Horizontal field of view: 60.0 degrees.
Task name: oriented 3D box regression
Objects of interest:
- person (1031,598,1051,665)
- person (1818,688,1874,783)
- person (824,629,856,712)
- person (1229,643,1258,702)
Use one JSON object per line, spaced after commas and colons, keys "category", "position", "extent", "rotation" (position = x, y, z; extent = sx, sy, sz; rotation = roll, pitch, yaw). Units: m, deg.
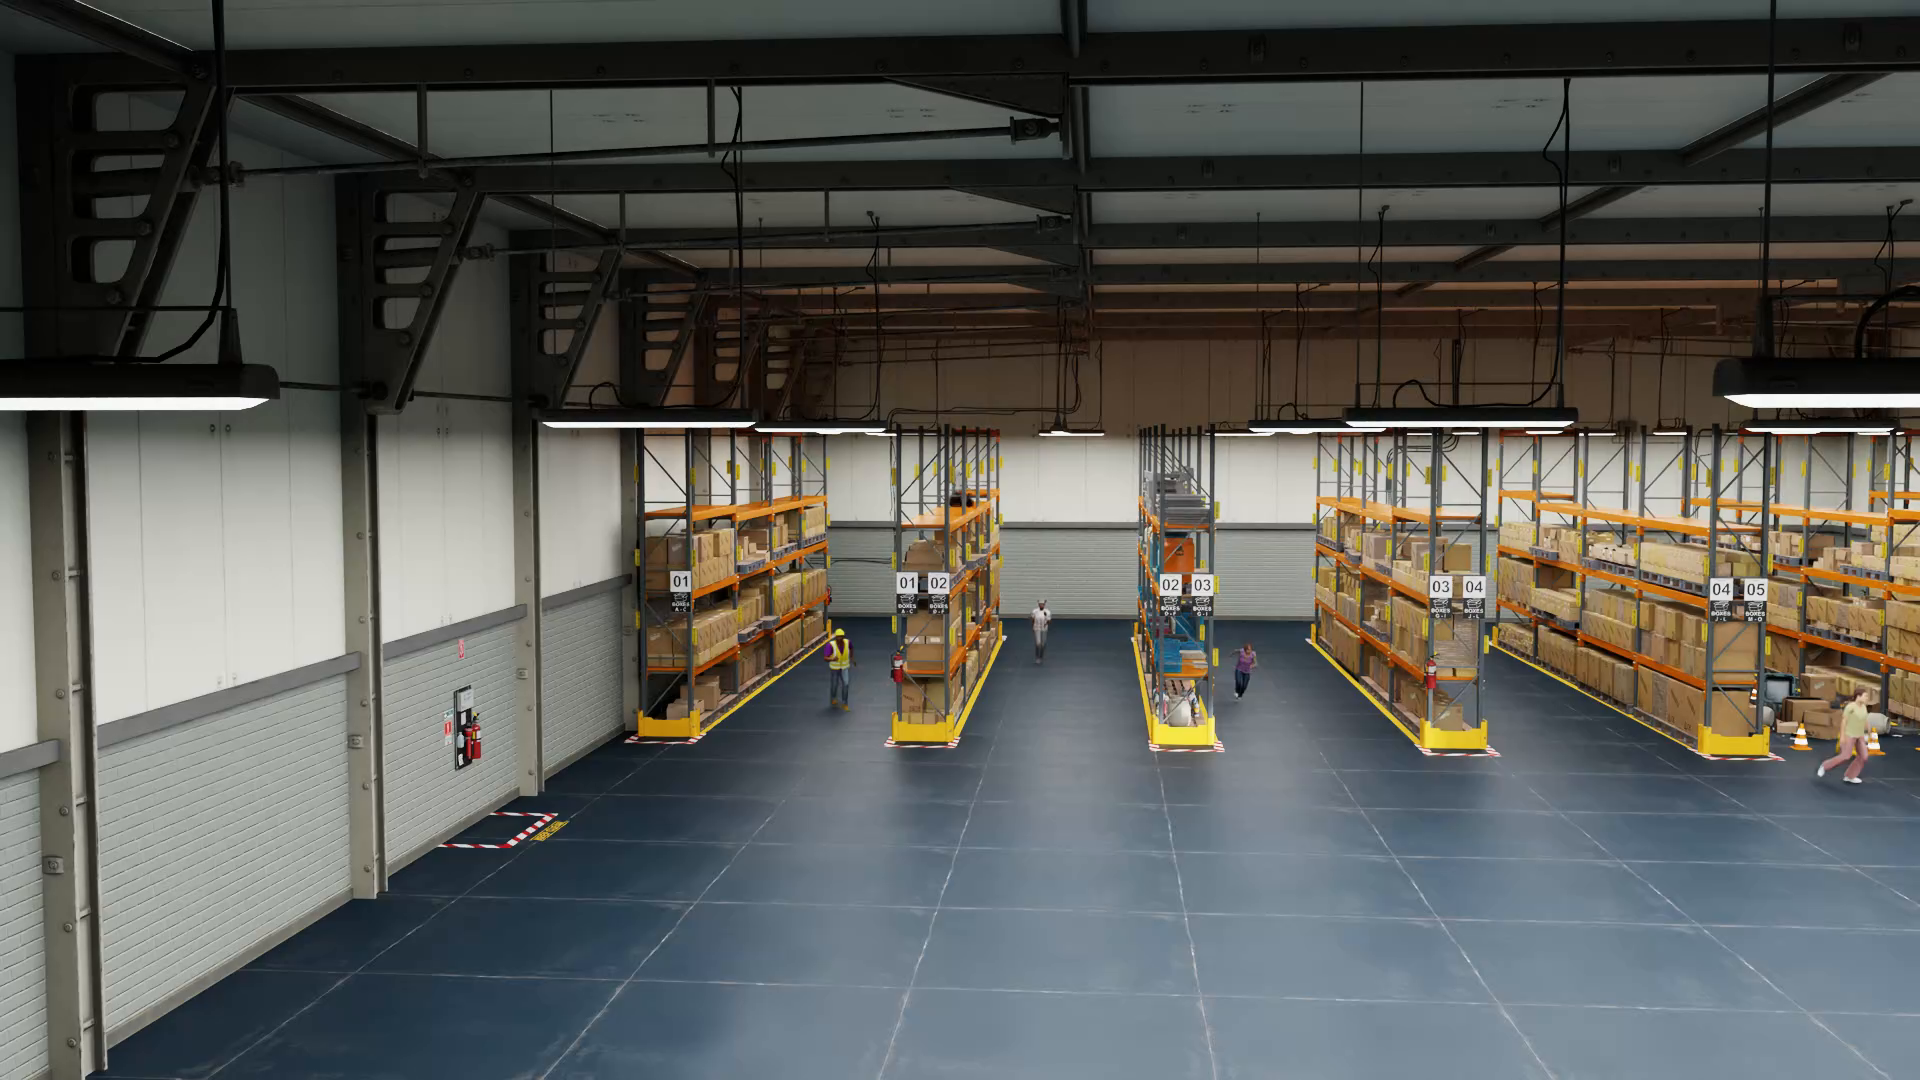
{"category": "person", "position": [2.068, 2.325, 42.308], "extent": [0.473, 1.710, 0.804], "rotation": [0, 3, -6]}
{"category": "person", "position": [14.756, 3.234, 27.709], "extent": [0.710, 1.597, 0.639], "rotation": [-1, 4, -23]}
{"category": "person", "position": [-2.543, 2.718, 35.126], "extent": [0.723, 1.733, 0.980], "rotation": [-1, 4, -14]}
{"category": "person", "position": [6.111, 2.858, 35.765], "extent": [0.531, 1.350, 0.928], "rotation": [0, 3, 1]}
